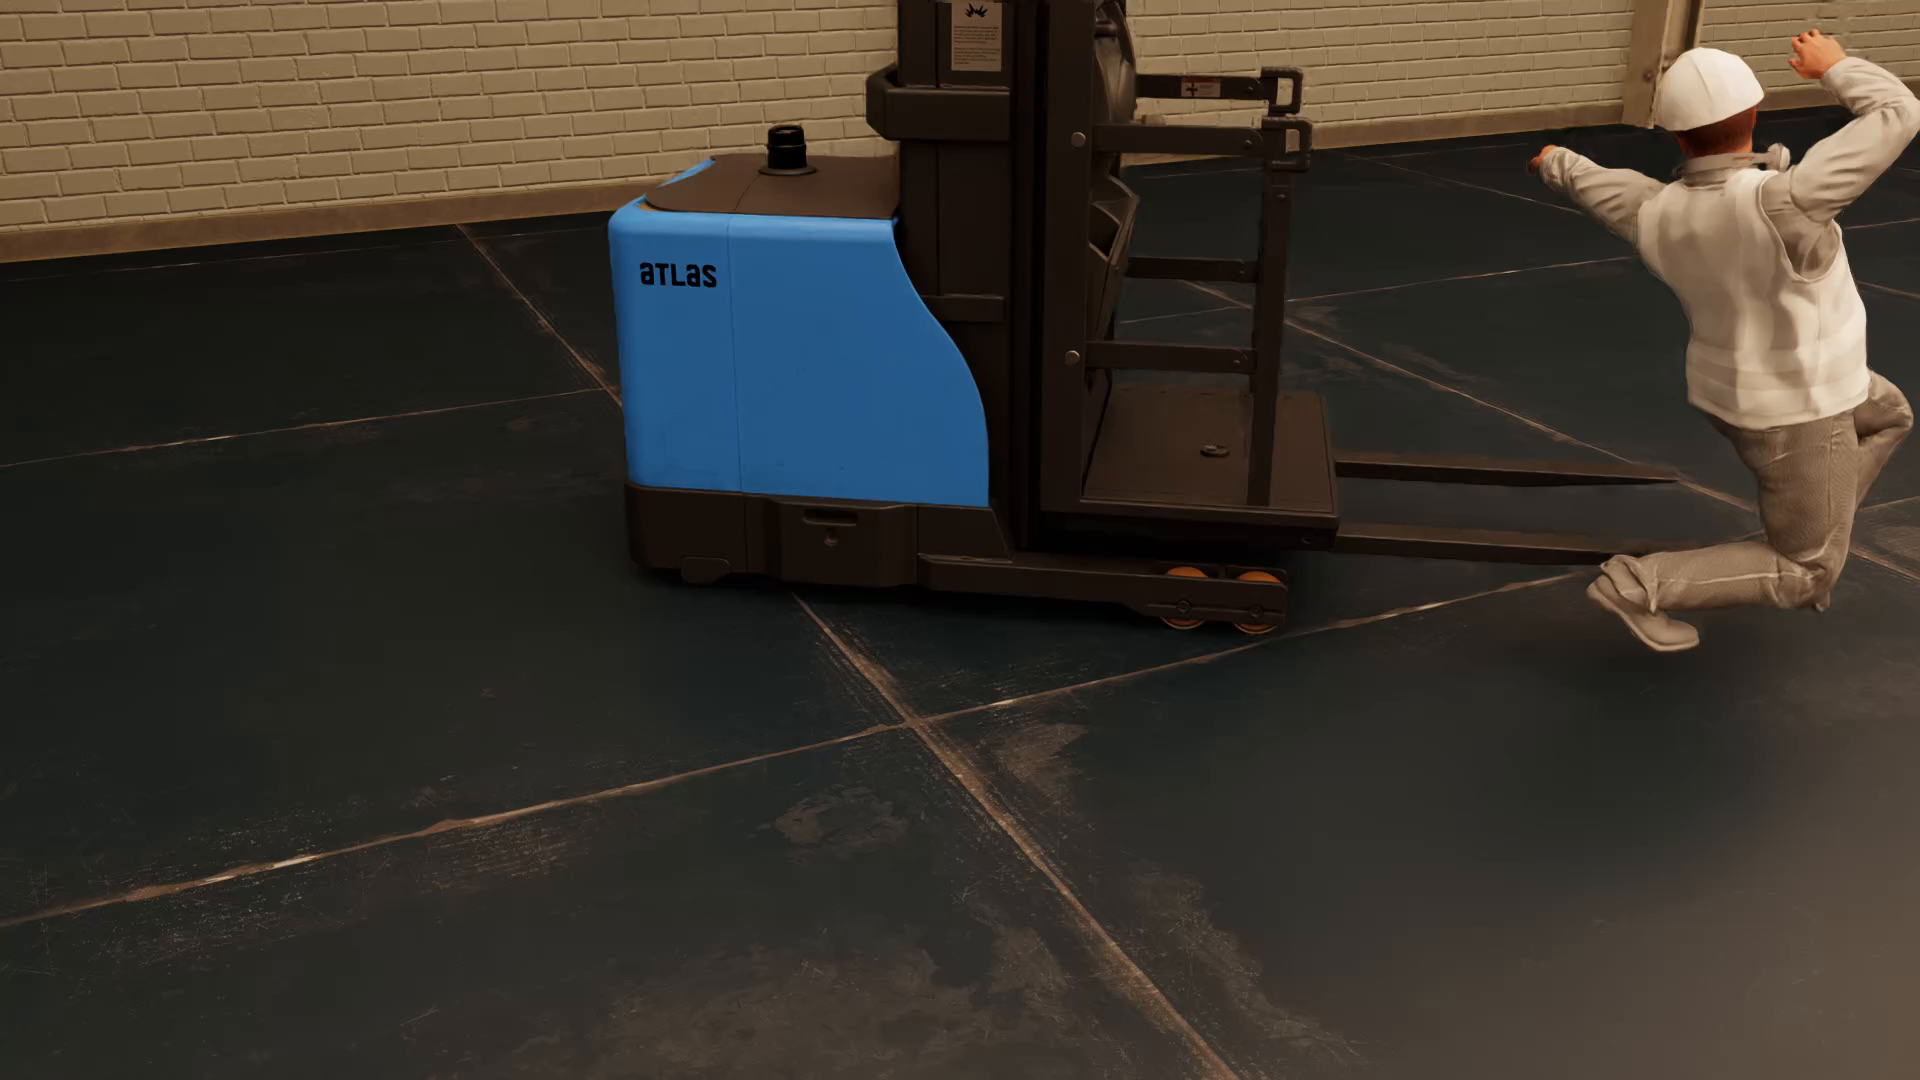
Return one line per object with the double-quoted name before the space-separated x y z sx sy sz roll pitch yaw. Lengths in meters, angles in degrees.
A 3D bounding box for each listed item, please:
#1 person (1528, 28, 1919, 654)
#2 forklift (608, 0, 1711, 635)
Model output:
"person" 1.994 -0.543 4.292 0.882 1.520 1.055 -2 23 -5
"forklift" 0.606 -1.318 4.460 3.031 2.935 1.130 4 23 9
